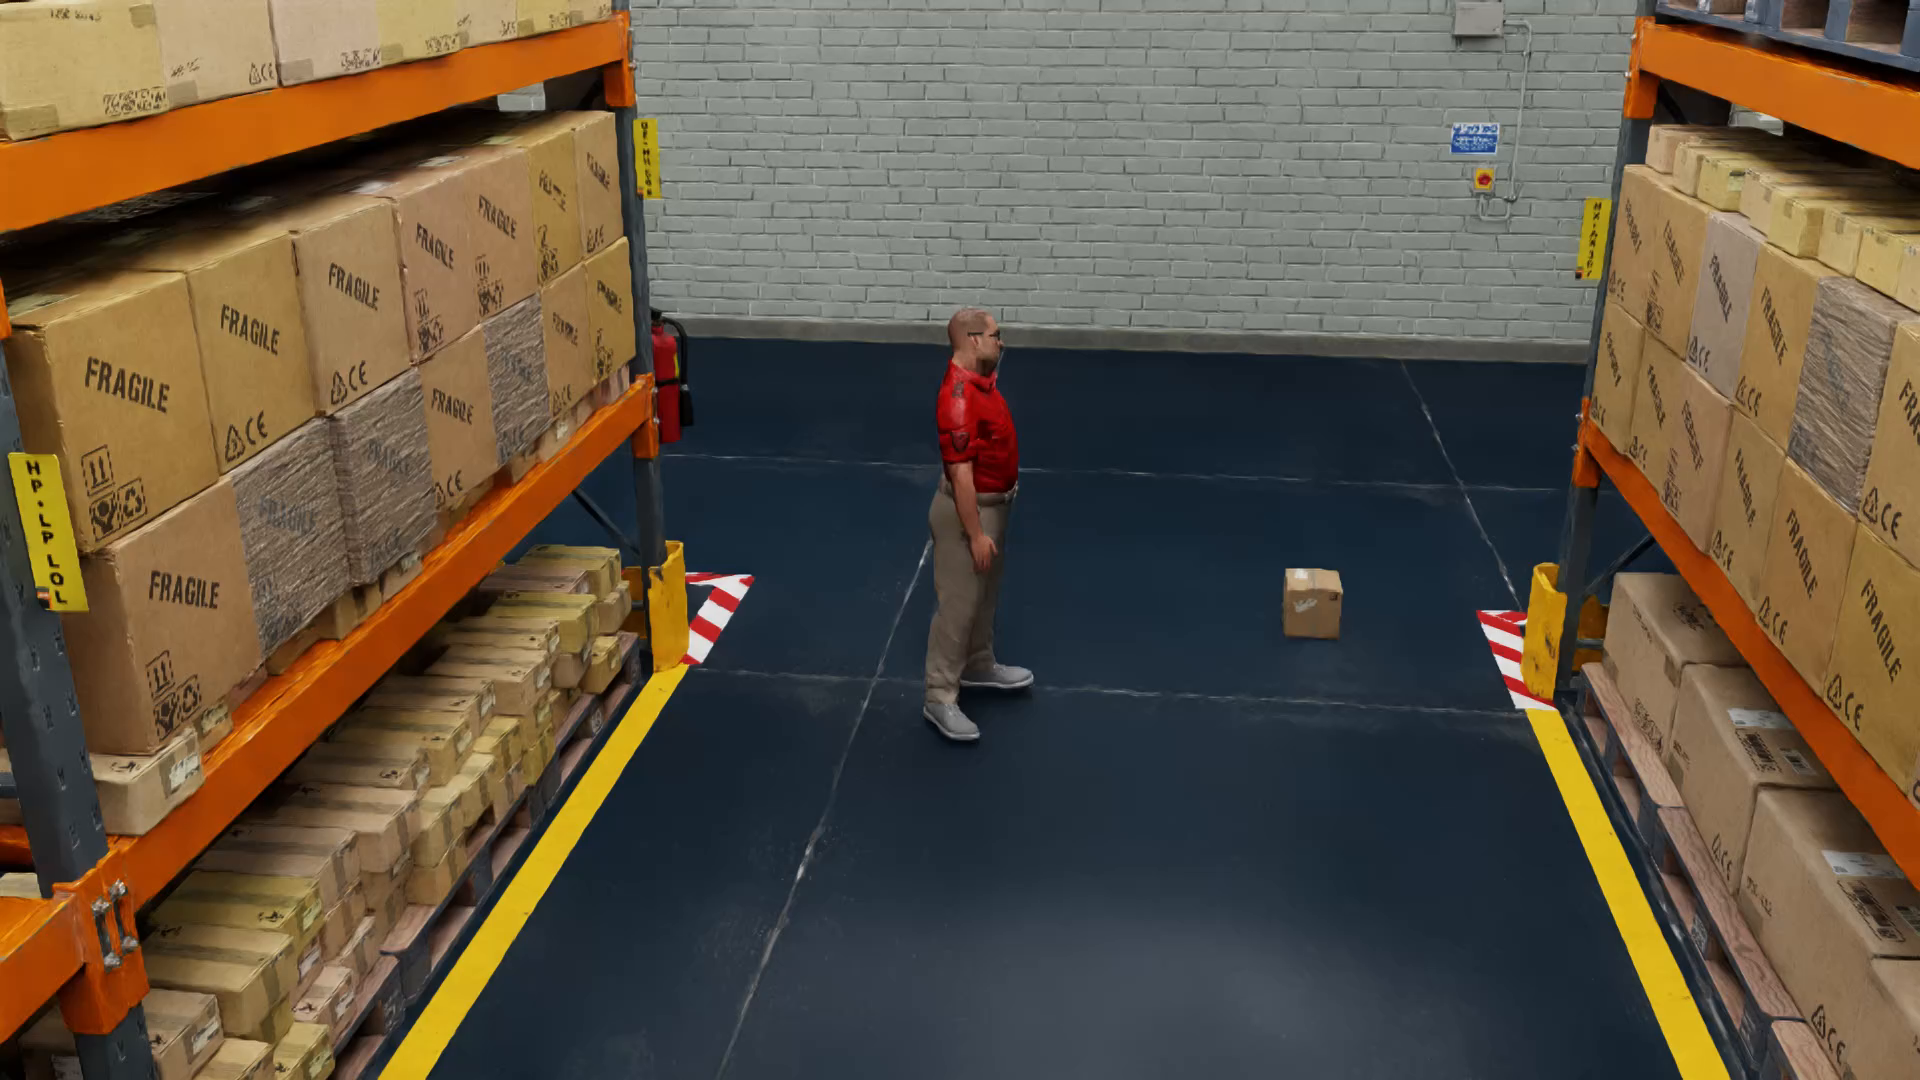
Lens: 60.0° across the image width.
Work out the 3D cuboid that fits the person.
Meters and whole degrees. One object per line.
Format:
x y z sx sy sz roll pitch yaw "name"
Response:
0.077 -0.099 6.789 0.429 1.734 0.678 3 21 8 "person"
